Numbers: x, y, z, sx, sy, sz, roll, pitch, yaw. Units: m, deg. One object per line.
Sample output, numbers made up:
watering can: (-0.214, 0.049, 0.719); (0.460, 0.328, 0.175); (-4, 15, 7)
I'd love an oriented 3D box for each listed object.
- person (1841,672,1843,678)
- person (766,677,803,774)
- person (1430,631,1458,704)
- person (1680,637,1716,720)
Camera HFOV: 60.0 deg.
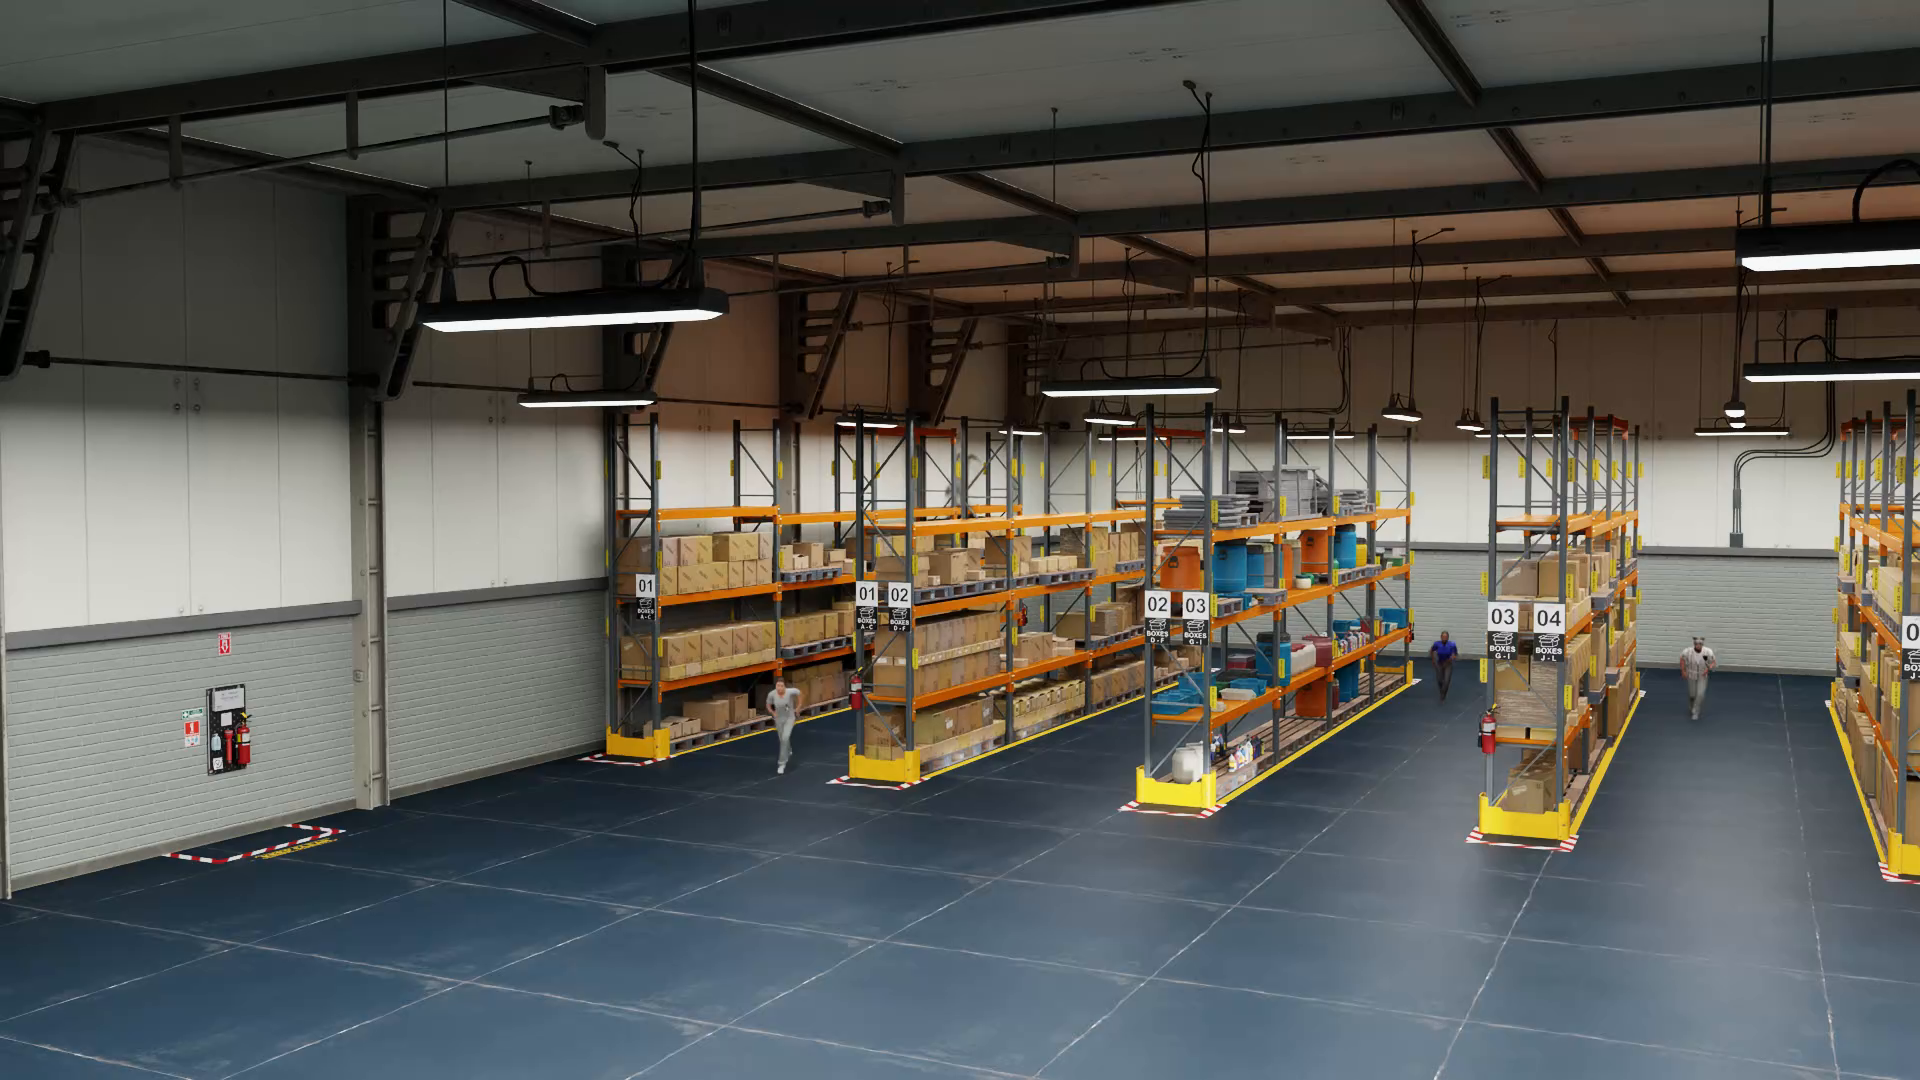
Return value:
person: (19.338, 2.629, 35.943); (0.538, 1.713, 0.696); (0, 2, 5)
person: (-2.923, 3.059, 27.857); (0.606, 1.626, 0.960); (0, 2, 2)
person: (10.363, 2.741, 35.611); (0.564, 1.572, 0.693); (1, 2, 15)
person: (14.884, 2.767, 33.562); (0.659, 1.710, 0.797); (1, 3, 19)
